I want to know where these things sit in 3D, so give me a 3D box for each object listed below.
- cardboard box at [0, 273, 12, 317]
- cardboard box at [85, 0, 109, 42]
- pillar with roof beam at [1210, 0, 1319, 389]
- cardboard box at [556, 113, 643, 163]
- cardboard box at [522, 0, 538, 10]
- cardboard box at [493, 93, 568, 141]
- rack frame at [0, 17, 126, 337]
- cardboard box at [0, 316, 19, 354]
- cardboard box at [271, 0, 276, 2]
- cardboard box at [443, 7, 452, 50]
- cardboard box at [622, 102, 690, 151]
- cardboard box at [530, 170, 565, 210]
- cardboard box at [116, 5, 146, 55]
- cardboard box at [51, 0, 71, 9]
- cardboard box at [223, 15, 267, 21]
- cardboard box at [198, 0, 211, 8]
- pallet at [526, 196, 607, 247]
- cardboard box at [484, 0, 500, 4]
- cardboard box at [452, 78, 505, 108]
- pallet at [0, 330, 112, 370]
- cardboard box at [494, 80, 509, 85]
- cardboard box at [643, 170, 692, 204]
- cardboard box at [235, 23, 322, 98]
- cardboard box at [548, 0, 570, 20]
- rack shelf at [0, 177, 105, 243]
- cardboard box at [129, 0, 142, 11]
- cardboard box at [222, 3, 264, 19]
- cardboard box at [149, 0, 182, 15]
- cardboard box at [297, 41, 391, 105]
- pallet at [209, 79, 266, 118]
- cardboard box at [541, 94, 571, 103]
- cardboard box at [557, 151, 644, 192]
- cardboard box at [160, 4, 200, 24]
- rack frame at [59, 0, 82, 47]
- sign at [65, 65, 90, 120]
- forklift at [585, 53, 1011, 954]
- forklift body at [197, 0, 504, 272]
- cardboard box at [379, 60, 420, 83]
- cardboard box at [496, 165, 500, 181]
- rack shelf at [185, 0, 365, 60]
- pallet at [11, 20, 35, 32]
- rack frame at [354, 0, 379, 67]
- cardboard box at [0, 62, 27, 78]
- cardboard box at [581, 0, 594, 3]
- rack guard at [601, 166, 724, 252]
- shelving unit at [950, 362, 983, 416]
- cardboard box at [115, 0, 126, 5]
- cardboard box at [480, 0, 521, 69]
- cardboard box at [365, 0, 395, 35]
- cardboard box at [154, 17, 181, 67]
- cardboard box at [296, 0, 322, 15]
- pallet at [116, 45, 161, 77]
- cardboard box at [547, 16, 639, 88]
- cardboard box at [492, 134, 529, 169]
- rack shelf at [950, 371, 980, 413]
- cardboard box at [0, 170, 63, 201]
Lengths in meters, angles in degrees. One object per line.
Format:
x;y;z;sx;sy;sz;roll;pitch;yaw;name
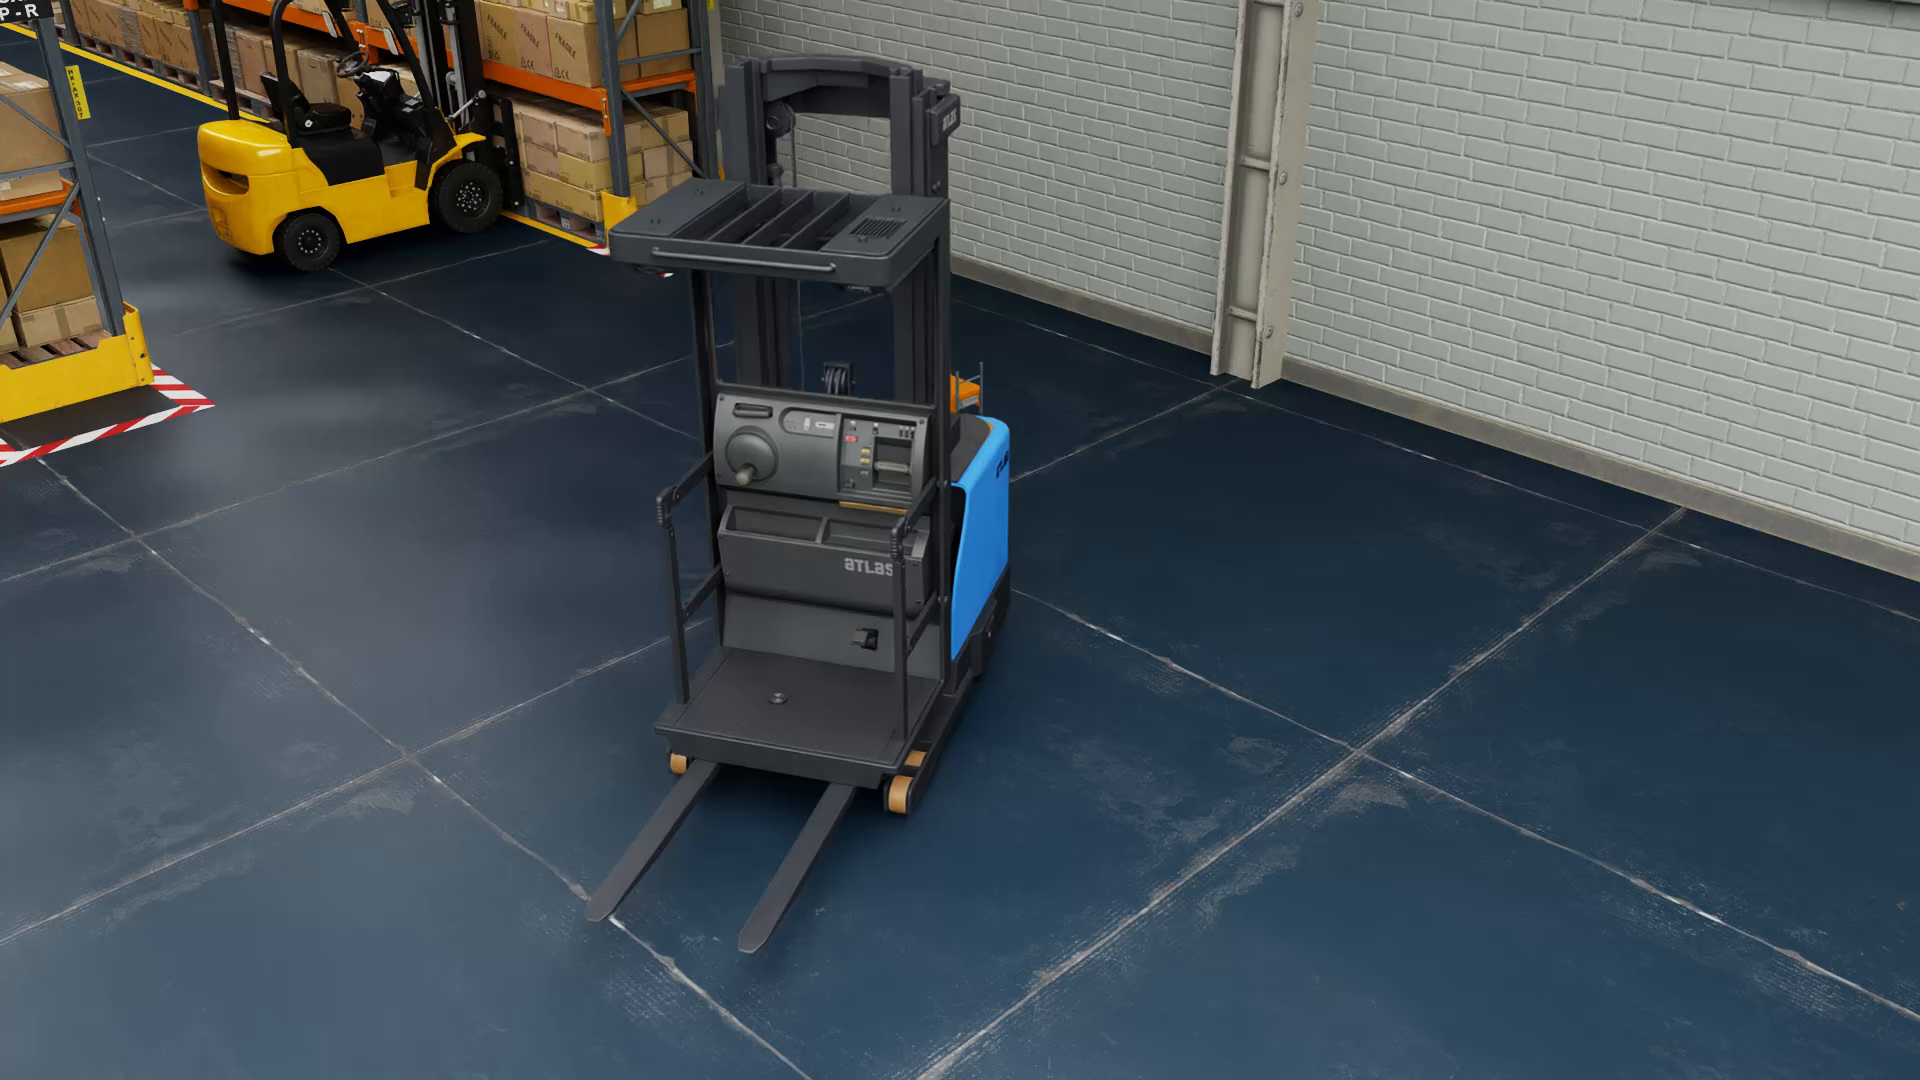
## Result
-6.681;-1.718;10.992;0.500;0.500;0.500;25;37;39;cardboard box
-10.433;-6.483;20.591;0.500;0.500;0.500;24;36;38;cardboard box
-1.054;-3.686;6.591;0.400;9.000;9.100;25;36;38;pillar with roof beam
-2.997;-3.349;13.825;0.500;0.250;0.500;-24;36;-38;cardboard box
-3.407;-4.506;13.791;0.250;0.149;0.380;24;36;38;cardboard box
-3.732;-3.675;14.445;0.500;0.250;0.500;-25;37;-39;cardboard box
-5.927;-2.242;10.292;0.127;3.000;1.000;25;36;38;rack frame
-6.709;-1.394;11.181;0.500;0.250;0.500;24;36;38;cardboard box
-6.913;-5.708;17.043;0.500;0.250;0.500;-24;36;-38;cardboard box
-4.424;-4.680;14.819;0.500;0.500;0.500;24;36;38;cardboard box
-2.660;-3.522;14.154;0.500;0.250;0.500;24;36;38;cardboard box
-3.354;-3.074;14.376;0.500;0.250;0.500;25;36;38;cardboard box
-9.715;-6.147;19.953;0.500;0.500;0.500;23;35;37;cardboard box
-11.864;-6.983;21.794;0.396;0.266;0.258;-24;36;-37;cardboard box
-8.258;-5.811;19.314;0.500;0.500;0.500;-24;36;-37;cardboard box
-8.712;-6.292;19.530;0.380;0.149;0.250;-25;37;-39;cardboard box
-3.025;-2.892;14.524;1.213;0.211;1.003;25;36;38;pallet
-3.825;-4.653;14.071;0.250;0.149;0.380;25;37;39;cardboard box
-4.457;-4.017;15.095;0.500;0.250;0.500;-24;36;-38;cardboard box
-6.536;-1.310;11.514;1.213;0.211;1.003;25;36;38;pallet
-4.093;-4.181;15.408;0.500;0.250;0.500;25;37;39;cardboard box
-2.663;-3.085;14.397;0.500;0.250;0.500;25;37;39;cardboard box
-7.248;-5.217;18.050;0.875;0.625;0.625;-24;36;-38;cardboard box
-3.097;-4.316;13.431;0.380;0.149;0.250;-25;36;-38;cardboard box
-7.353;-2.577;11.700;4.000;0.370;1.077;25;36;38;rack shelf
-9.610;-6.387;19.711;0.250;0.149;0.380;23;35;36;cardboard box
-8.308;-6.142;19.244;0.380;0.149;0.250;-23;35;-37;cardboard box
-9.214;-6.226;19.404;0.380;0.149;0.250;-24;36;-38;cardboard box
-6.230;-4.753;17.167;0.625;0.625;0.875;24;36;38;cardboard box
-7.595;-4.986;18.505;1.213;0.211;1.003;25;36;38;pallet
-3.368;-3.851;14.779;0.500;0.250;0.500;24;36;38;cardboard box
-3.016;-3.136;13.957;0.500;0.250;0.500;24;36;38;cardboard box
-8.901;-6.024;19.021;0.250;0.149;0.380;22;35;36;cardboard box
-11.007;-7.806;20.873;0.127;3.000;1.000;25;36;38;rack frame
-5.547;-2.806;10.433;0.005;0.325;0.100;25;36;38;sign
-0.643;-0.340;6.747;1.130;2.935;3.031;8;29;14;forklift
-5.081;-3.529;13.650;1.214;2.155;2.313;25;36;38;forklift body
-5.177;-4.346;15.720;0.500;0.250;0.500;24;36;38;cardboard box
-4.091;-3.402;15.000;0.500;0.250;0.500;-24;36;-38;cardboard box
-6.728;-5.530;17.317;4.000;0.370;1.077;25;36;38;rack shelf
-12.370;-7.195;22.706;1.213;0.211;1.003;25;36;38;pallet
-5.302;-5.196;15.909;0.127;3.000;1.000;25;36;38;rack frame
-6.442;-2.833;10.988;0.500;0.500;0.500;-24;36;-38;cardboard box
-2.853;-4.401;13.273;0.250;0.149;0.380;25;36;38;cardboard box
-2.433;-2.777;13.994;0.348;0.500;1.175;25;36;38;rack guard
-0.038;-0.482;9.039;0.252;1.050;0.215;25;36;38;shelving unit
-9.962;-6.562;20.045;0.380;0.149;0.250;-24;36;-37;cardboard box
-3.714;-4.348;14.189;0.500;0.500;0.500;24;36;37;cardboard box
-5.169;-5.009;15.446;0.500;0.500;0.500;23;36;37;cardboard box
-8.956;-5.814;19.319;0.500;0.500;0.500;24;36;38;cardboard box
-6.207;-5.370;16.400;0.500;0.250;0.500;24;36;38;cardboard box
-9.526;-5.921;20.284;1.213;0.211;1.003;25;36;38;pallet
-2.985;-4.009;13.543;0.500;0.500;0.500;24;36;37;cardboard box
-3.749;-3.465;14.583;0.500;0.250;0.500;24;36;37;cardboard box
-0.038;-0.724;8.912;0.240;0.259;0.215;25;36;38;rack shelf
-6.024;-2.311;10.692;0.250;0.149;0.380;25;37;39;cardboard box
